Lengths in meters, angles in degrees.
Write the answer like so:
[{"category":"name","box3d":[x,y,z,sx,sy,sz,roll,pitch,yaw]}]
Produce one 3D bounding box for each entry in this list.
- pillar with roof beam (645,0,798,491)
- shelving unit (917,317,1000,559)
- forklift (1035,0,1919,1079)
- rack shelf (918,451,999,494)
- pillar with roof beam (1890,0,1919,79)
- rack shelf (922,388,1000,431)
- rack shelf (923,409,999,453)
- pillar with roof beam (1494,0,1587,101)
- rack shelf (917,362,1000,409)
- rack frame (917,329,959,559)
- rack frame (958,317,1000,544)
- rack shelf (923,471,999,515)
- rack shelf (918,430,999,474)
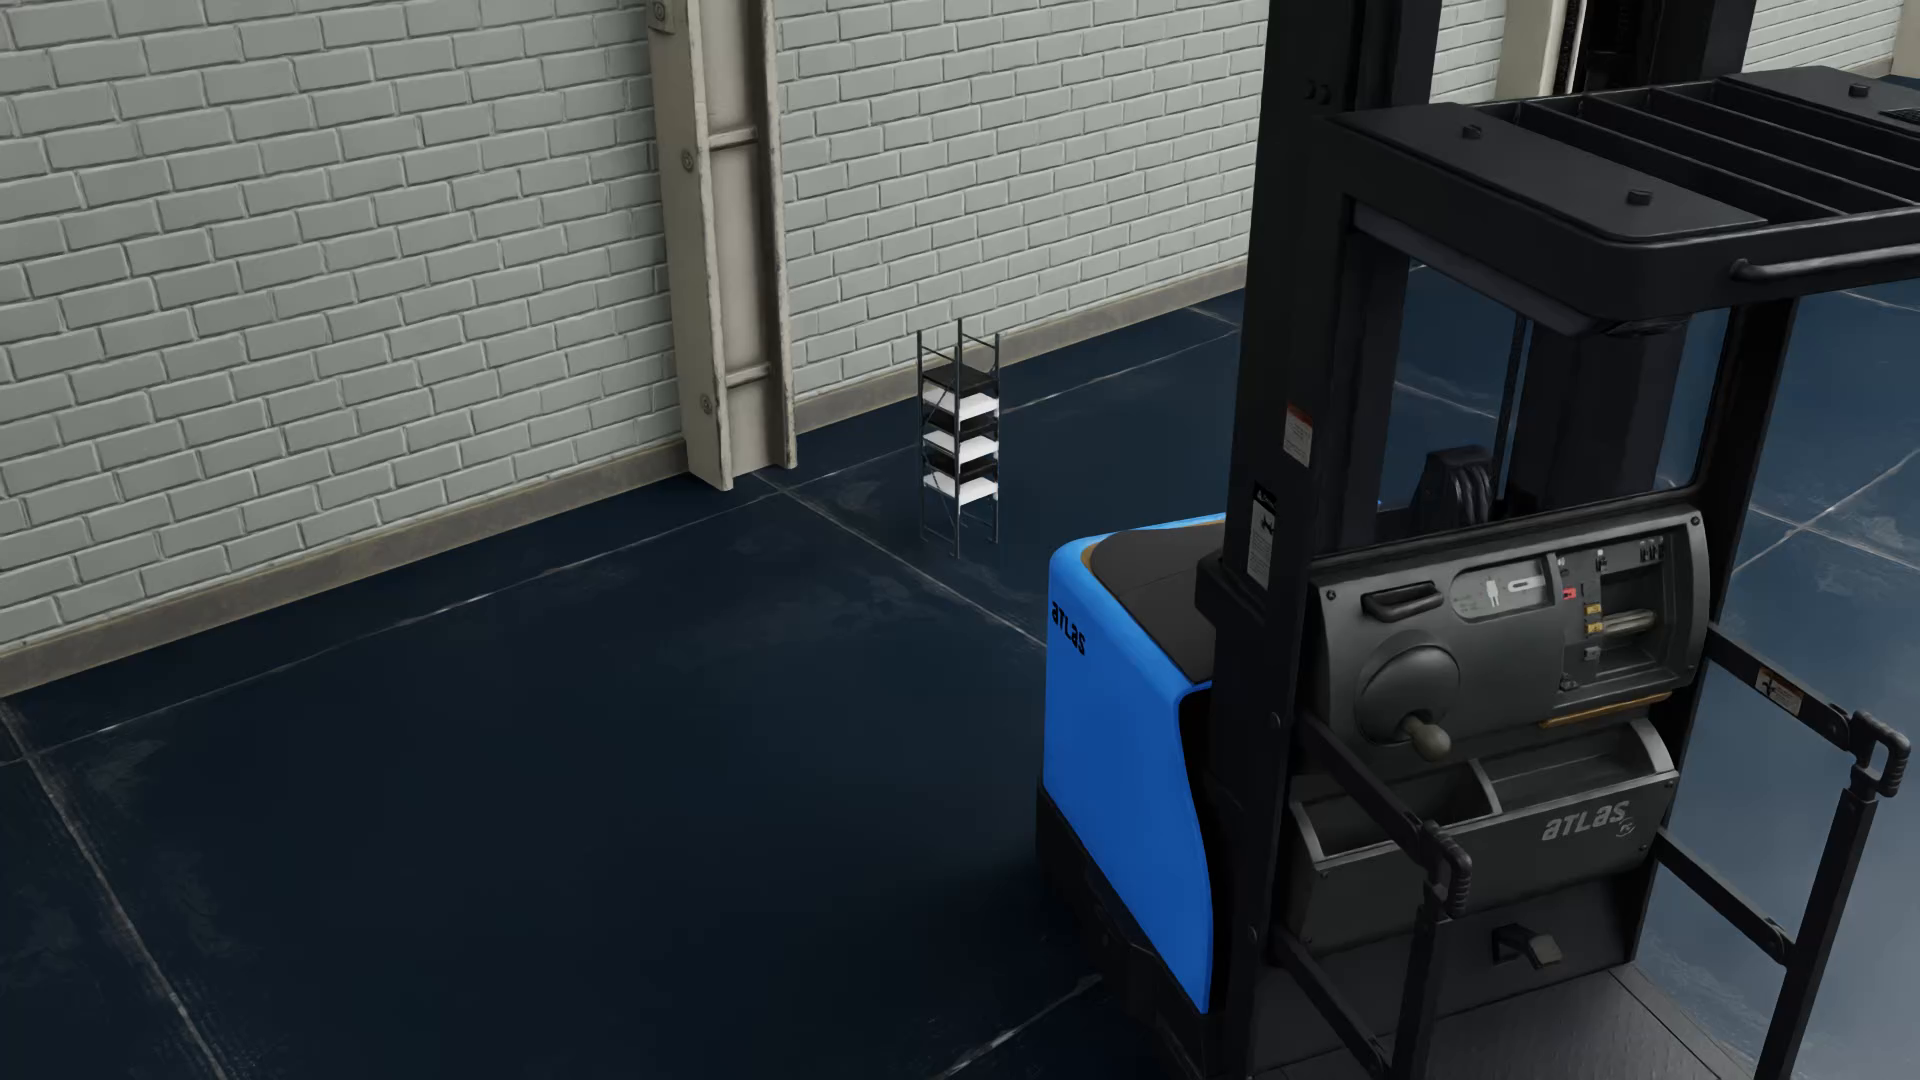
[{"category":"pillar with roof beam","box3d":[1.828,-2.748,2.345,0.400,9.000,9.100,-22,35,-35]},{"category":"shelving unit","box3d":[-0.006,-0.394,6.533,0.210,0.900,0.258,-22,35,-35]},{"category":"forklift","box3d":[1.215,0.230,3.209,1.130,2.935,3.031,-10,30,-18]},{"category":"rack shelf","box3d":[-0.006,-0.286,6.591,0.200,0.077,0.258,-22,35,-35]},{"category":"pillar with roof beam","box3d":[10.957,-6.419,9.214,0.400,9.000,9.100,-22,35,-35]},{"category":"rack shelf","box3d":[-0.006,-0.524,6.464,0.200,0.077,0.258,-22,35,-35]},{"category":"rack shelf","box3d":[-0.006,-0.444,6.507,0.200,0.077,0.258,-22,35,-35]},{"category":"pillar with roof beam","box3d":[6.393,-4.584,5.779,0.400,9.000,9.100,-22,35,-35]},{"category":"rack shelf","box3d":[-0.006,-0.603,6.422,0.200,0.077,0.258,-22,35,-35]},{"category":"rack frame","box3d":[-0.084,-0.363,6.475,0.006,0.900,0.240,-22,35,-35]},{"category":"rack frame","box3d":[0.071,-0.425,6.591,0.006,0.900,0.240,-22,35,-35]},{"category":"rack shelf","box3d":[-0.006,-0.206,6.634,0.200,0.077,0.258,-22,35,-35]},{"category":"rack shelf","box3d":[-0.006,-0.365,6.549,0.200,0.077,0.258,-22,35,-35]}]
